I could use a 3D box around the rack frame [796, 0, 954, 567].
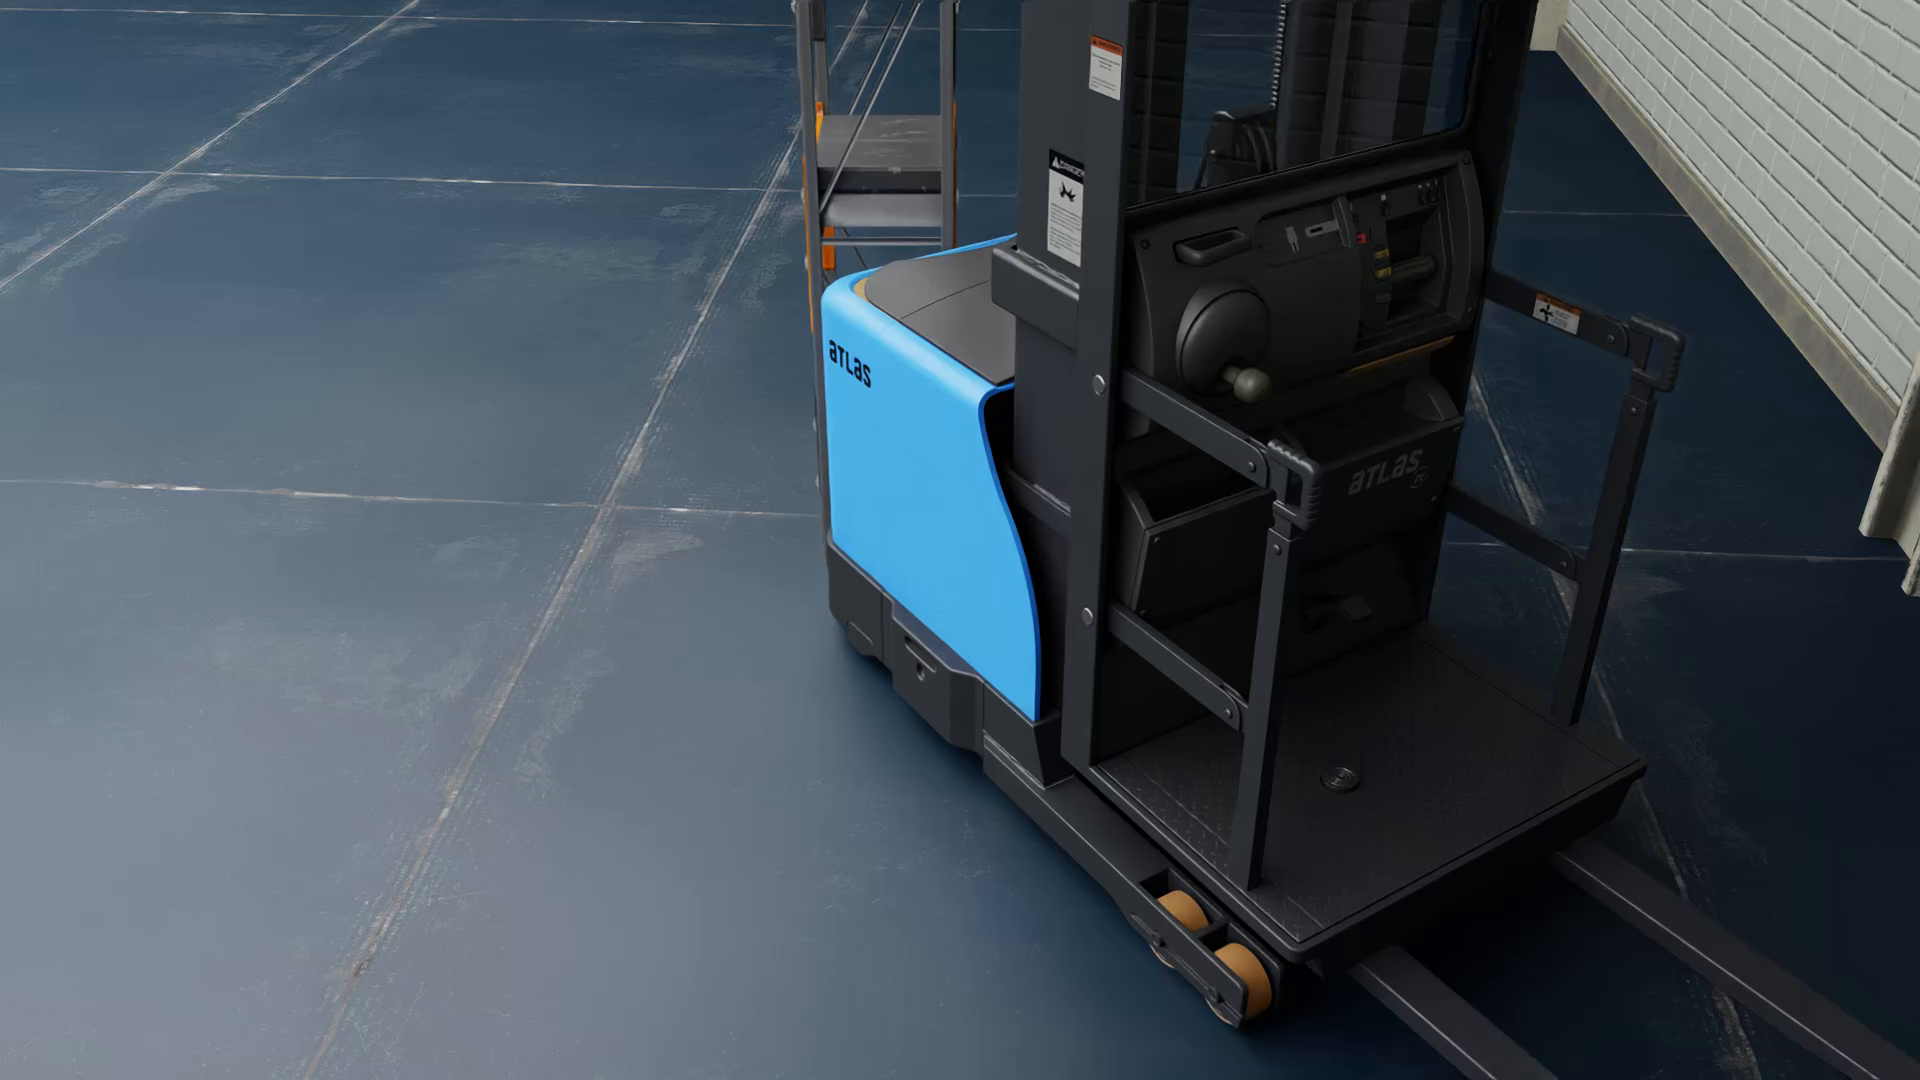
[{"bbox_3d":[-0.216,-0.816,4.573,0.400,2.100,0.015,0,32,0],"label":"rack frame"}]

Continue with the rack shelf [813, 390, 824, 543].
[{"bbox_3d":[-0.216,-0.337,5.155,0.431,0.518,0.480,0,32,0],"label":"rack shelf"}]

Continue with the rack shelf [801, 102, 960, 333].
[{"bbox_3d":[-0.216,-0.933,4.788,0.431,0.518,0.480,0,32,0],"label":"rack shelf"}]

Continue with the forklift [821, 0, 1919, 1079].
[{"bbox_3d":[0.852,-0.498,3.264,1.130,2.935,3.031,-19,36,-28],"label":"forklift"}]

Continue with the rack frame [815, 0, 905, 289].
[{"bbox_3d":[-0.216,-1.072,4.989,0.400,2.100,0.015,0,32,0],"label":"rack frame"}]

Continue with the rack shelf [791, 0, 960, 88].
[{"bbox_3d":[-0.216,-1.529,4.421,0.431,0.518,0.480,0,32,0],"label":"rack shelf"}]

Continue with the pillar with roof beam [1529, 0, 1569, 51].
[{"bbox_3d":[-0.794,-7.083,8.166,9.100,9.000,0.400,2,32,4],"label":"pillar with roof beam"}]

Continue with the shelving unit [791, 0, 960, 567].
[{"bbox_3d":[-0.216,-0.944,4.781,0.431,2.100,0.503,0,32,0],"label":"shelving unit"}]
